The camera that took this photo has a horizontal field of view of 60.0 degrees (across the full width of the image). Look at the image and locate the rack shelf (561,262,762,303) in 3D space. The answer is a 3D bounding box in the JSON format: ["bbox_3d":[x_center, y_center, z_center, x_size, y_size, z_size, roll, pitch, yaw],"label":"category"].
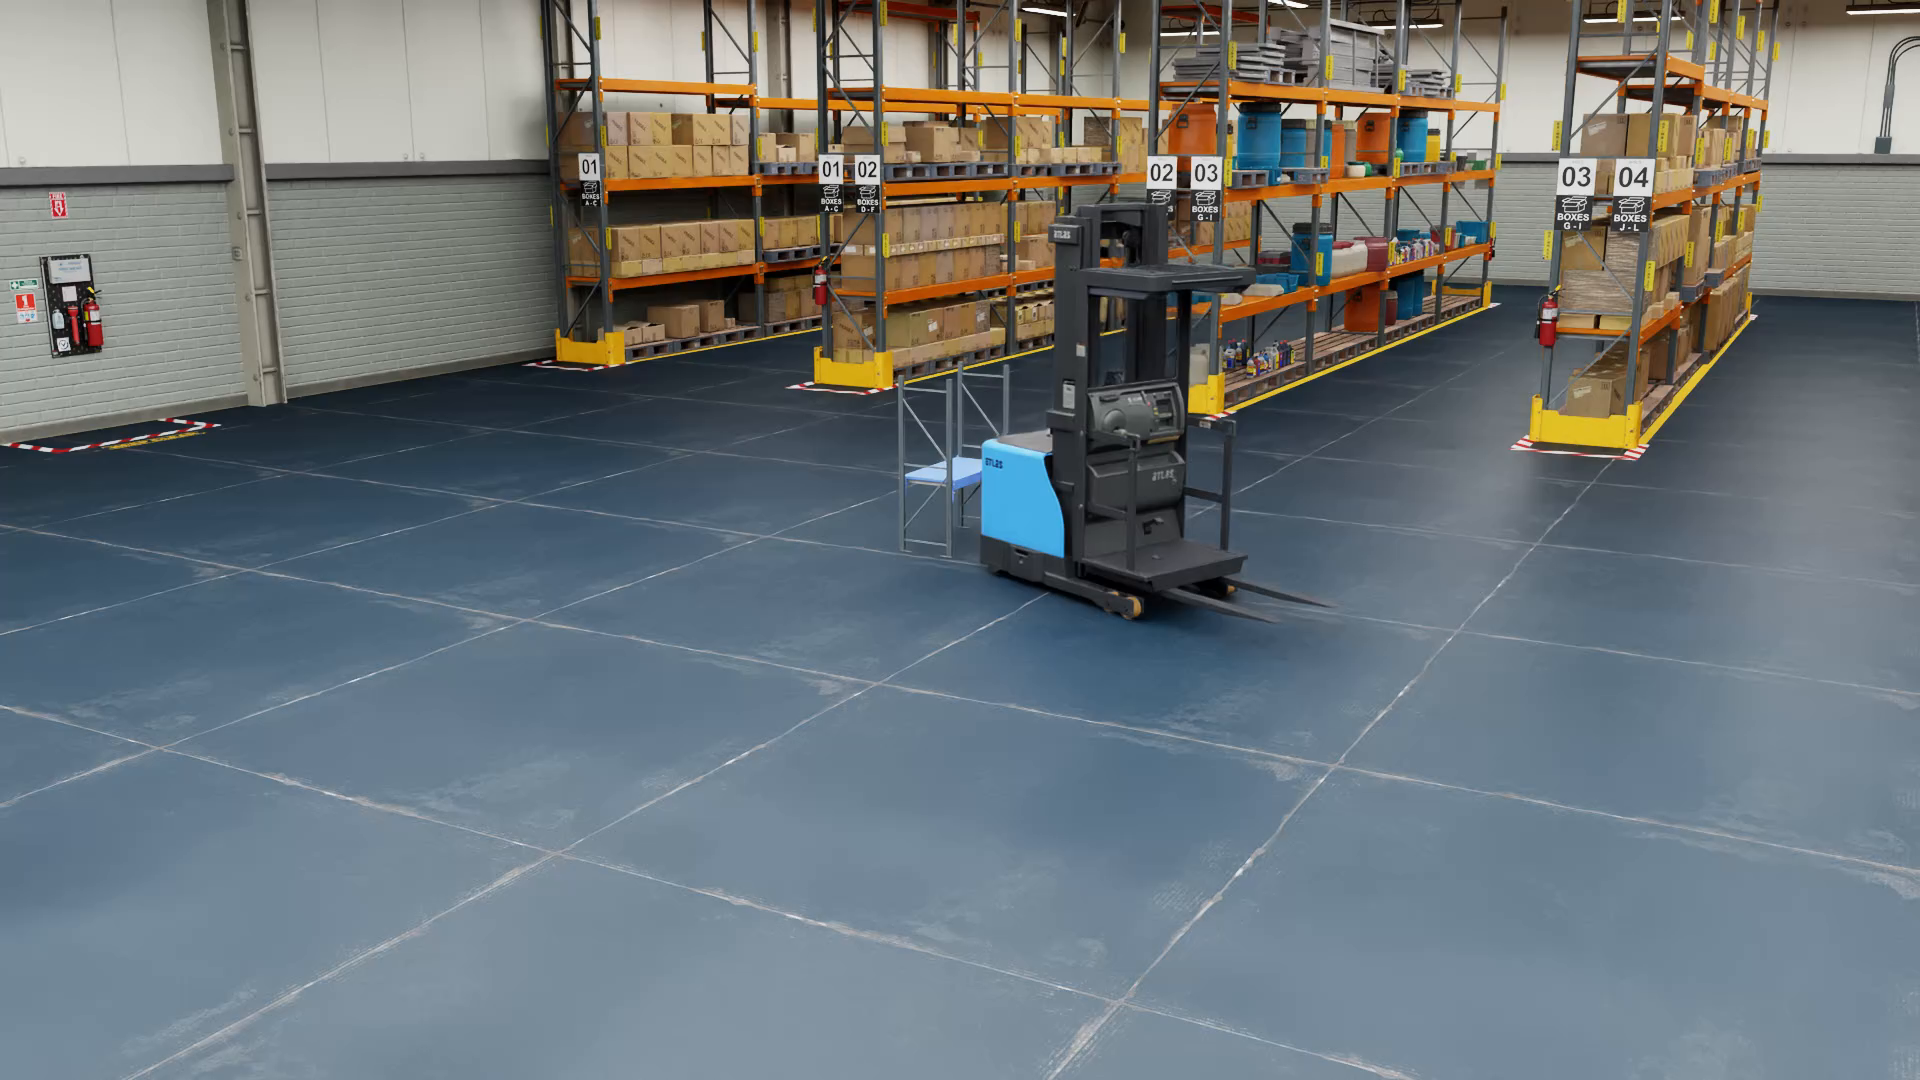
[{"bbox_3d":[-4.882,-4.311,27.550,1.077,0.370,4.000,7,15,28],"label":"rack shelf"}]

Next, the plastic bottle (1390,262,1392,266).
[{"bbox_3d":[7.310,-4.766,28.324,0.097,0.201,0.097,0,14,0],"label":"plastic bottle"}]

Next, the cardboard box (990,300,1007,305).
[{"bbox_3d":[0.614,-3.874,27.976,0.500,0.311,0.500,8,16,30],"label":"cardboard box"}]

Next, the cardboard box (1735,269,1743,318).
[{"bbox_3d":[13.785,-4.511,30.482,0.875,0.875,0.875,7,15,28],"label":"cardboard box"}]

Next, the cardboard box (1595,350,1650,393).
[{"bbox_3d":[8.595,-2.181,21.616,0.500,0.500,0.500,-12,18,-41],"label":"cardboard box"}]

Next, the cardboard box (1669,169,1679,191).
[{"bbox_3d":[8.353,-4.337,20.042,0.500,0.250,0.500,8,16,30],"label":"cardboard box"}]

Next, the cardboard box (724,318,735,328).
[{"bbox_3d":[-4.147,-3.794,28.979,0.380,0.166,0.250,5,15,21],"label":"cardboard box"}]

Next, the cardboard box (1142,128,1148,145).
[{"bbox_3d":[3.340,-7.543,31.697,0.600,0.600,0.600,7,15,26],"label":"cardboard box"}]

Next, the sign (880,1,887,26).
[{"bbox_3d":[-1.028,-7.073,22.342,0.100,0.325,0.005,7,15,28],"label":"sign"}]

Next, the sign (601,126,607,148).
[{"bbox_3d":[-5.374,-6.072,25.055,0.100,0.325,0.005,7,15,28],"label":"sign"}]

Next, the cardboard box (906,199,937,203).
[{"bbox_3d":[-0.797,-6.842,34.023,0.500,0.250,0.500,7,15,27],"label":"cardboard box"}]

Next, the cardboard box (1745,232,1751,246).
[{"bbox_3d":[14.647,-5.688,31.411,0.500,0.250,0.500,7,15,27],"label":"cardboard box"}]

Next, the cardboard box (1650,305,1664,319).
[{"bbox_3d":[8.316,-2.773,20.171,0.380,0.149,0.250,7,15,28],"label":"cardboard box"}]

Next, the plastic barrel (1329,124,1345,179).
[{"bbox_3d":[5.788,-6.158,26.361,0.600,0.830,0.708,7,15,28],"label":"plastic barrel"}]

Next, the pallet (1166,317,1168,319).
[{"bbox_3d":[3.342,-4.374,32.226,1.003,0.211,1.213,7,15,28],"label":"pallet"}]

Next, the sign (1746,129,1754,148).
[{"bbox_3d":[13.440,-6.832,28.297,0.100,0.325,0.005,7,15,28],"label":"sign"}]

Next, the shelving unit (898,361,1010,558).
[{"bbox_3d":[-0.041,-0.712,14.285,0.538,1.500,1.048,7,15,28],"label":"shelving unit"}]

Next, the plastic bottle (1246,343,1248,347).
[{"bbox_3d":[4.181,-2.745,24.376,0.061,0.283,0.133,7,15,28],"label":"plastic bottle"}]

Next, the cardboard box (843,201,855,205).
[{"bbox_3d":[-1.989,-6.582,32.943,0.500,0.250,0.500,8,16,30],"label":"cardboard box"}]

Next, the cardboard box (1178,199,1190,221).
[{"bbox_3d":[4.765,-6.751,33.791,0.500,0.500,0.500,8,16,29],"label":"cardboard box"}]

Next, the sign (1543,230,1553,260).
[{"bbox_3d":[6.683,-3.350,18.886,0.100,0.325,0.005,7,15,28],"label":"sign"}]

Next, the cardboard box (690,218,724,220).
[{"bbox_3d":[-4.325,-5.300,28.794,0.500,0.500,0.500,7,15,27],"label":"cardboard box"}]

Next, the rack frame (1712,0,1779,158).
[{"bbox_3d":[14.894,-8.766,31.693,1.000,3.000,0.127,7,15,28],"label":"rack frame"}]

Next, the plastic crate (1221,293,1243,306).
[{"bbox_3d":[3.538,-3.147,21.749,0.298,0.136,0.250,7,15,28],"label":"plastic crate"}]

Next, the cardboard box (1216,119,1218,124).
[{"bbox_3d":[4.858,-8.335,33.961,0.700,0.500,0.500,7,15,28],"label":"cardboard box"}]

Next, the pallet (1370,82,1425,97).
[{"bbox_3d":[7.067,-7.544,27.882,1.213,0.211,1.003,7,15,28],"label":"pallet"}]

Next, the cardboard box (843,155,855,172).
[{"bbox_3d":[-2.093,-7.138,31.489,0.500,0.311,0.500,7,15,28],"label":"cardboard box"}]

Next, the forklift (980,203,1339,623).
[{"bbox_3d":[1.464,-0.978,12.335,1.130,2.935,3.031,-10,17,-37],"label":"forklift"}]

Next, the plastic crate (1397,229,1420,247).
[{"bbox_3d":[8.552,-5.746,31.873,0.392,0.384,0.575,7,15,28],"label":"plastic crate"}]

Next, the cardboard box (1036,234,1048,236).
[{"bbox_3d":[1.560,-5.034,28.800,0.500,0.500,0.500,6,15,25],"label":"cardboard box"}]

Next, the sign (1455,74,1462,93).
[{"bbox_3d":[9.106,-8.342,30.382,0.100,0.325,0.005,7,15,28],"label":"sign"}]

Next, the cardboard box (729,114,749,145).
[{"bbox_3d":[-3.920,-6.940,28.131,0.500,0.500,0.500,6,15,23],"label":"cardboard box"}]

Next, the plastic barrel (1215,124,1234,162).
[{"bbox_3d":[3.264,-5.130,21.715,0.600,0.588,0.600,0,14,0],"label":"plastic barrel"}]

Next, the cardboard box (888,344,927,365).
[{"bbox_3d":[-0.818,-2.745,24.491,0.500,0.250,0.500,7,15,28],"label":"cardboard box"}]

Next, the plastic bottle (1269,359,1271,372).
[{"bbox_3d":[4.334,-2.472,23.417,0.097,0.201,0.097,0,14,0],"label":"plastic bottle"}]

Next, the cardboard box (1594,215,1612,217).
[{"bbox_3d":[8.413,-3.901,21.331,0.500,0.500,0.500,7,15,28],"label":"cardboard box"}]

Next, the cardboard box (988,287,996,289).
[{"bbox_3d":[0.404,-5.843,36.808,0.700,0.500,0.500,8,16,29],"label":"cardboard box"}]

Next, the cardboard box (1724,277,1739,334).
[{"bbox_3d":[12.669,-4.066,28.638,1.225,0.875,0.875,7,15,28],"label":"cardboard box"}]

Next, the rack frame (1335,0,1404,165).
[{"bbox_3d":[6.691,-7.686,27.213,1.000,3.000,0.127,7,15,28],"label":"rack frame"}]

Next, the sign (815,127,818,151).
[{"bbox_3d":[-1.979,-5.604,23.260,0.100,0.325,0.005,7,15,28],"label":"sign"}]

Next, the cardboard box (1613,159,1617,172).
[{"bbox_3d":[7.495,-4.176,18.525,0.380,0.149,0.250,7,15,28],"label":"cardboard box"}]

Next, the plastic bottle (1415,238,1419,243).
[{"bbox_3d":[8.341,-5.357,30.458,0.144,0.351,0.185,7,15,28],"label":"plastic bottle"}]

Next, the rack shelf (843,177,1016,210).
[{"bbox_3d":[-0.544,-5.209,24.874,1.077,0.370,4.000,7,15,28],"label":"rack shelf"}]

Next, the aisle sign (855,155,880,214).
[{"bbox_3d":[-1.274,-4.906,22.935,0.394,0.787,0.004,7,15,28],"label":"aisle sign"}]

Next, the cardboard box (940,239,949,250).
[{"bbox_3d":[-0.388,-4.425,24.892,0.380,0.149,0.250,8,15,29],"label":"cardboard box"}]

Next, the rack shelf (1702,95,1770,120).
[{"bbox_3d":[13.927,-7.811,30.123,1.077,0.370,4.000,7,15,28],"label":"rack shelf"}]

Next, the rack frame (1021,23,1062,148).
[{"bbox_3d":[1.886,-10.450,38.677,1.000,3.000,0.127,7,15,28],"label":"rack frame"}]

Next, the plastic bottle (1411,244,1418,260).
[{"bbox_3d":[8.120,-5.159,29.796,0.152,0.276,0.135,7,15,28],"label":"plastic bottle"}]

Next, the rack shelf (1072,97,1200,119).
[{"bbox_3d":[3.324,-8.114,31.377,1.077,0.370,4.000,7,15,28],"label":"rack shelf"}]

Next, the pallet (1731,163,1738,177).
[{"bbox_3d":[12.561,-6.200,27.860,0.805,0.209,1.217,7,15,26],"label":"pallet"}]

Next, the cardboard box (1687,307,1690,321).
[{"bbox_3d":[10.729,-3.431,25.158,0.500,0.250,0.500,8,16,30],"label":"cardboard box"}]

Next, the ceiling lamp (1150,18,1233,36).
[{"bbox_3d":[5.394,-13.552,39.090,2.000,3.185,0.800,7,15,28],"label":"ceiling lamp"}]

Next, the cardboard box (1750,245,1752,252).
[{"bbox_3d":[14.886,-5.563,31.746,0.380,0.149,0.250,8,15,29],"label":"cardboard box"}]

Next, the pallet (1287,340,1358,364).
[{"bbox_3d":[5.692,-3.010,26.568,1.003,0.211,1.213,7,15,28],"label":"pallet"}]

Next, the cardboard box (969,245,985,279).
[{"bbox_3d":[-0.035,-4.359,25.999,0.700,0.500,0.500,7,15,27],"label":"cardboard box"}]

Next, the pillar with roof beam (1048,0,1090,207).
[{"bbox_3d":[6.203,-10.614,39.358,9.100,9.000,0.548,7,15,28],"label":"pillar with roof beam"}]
